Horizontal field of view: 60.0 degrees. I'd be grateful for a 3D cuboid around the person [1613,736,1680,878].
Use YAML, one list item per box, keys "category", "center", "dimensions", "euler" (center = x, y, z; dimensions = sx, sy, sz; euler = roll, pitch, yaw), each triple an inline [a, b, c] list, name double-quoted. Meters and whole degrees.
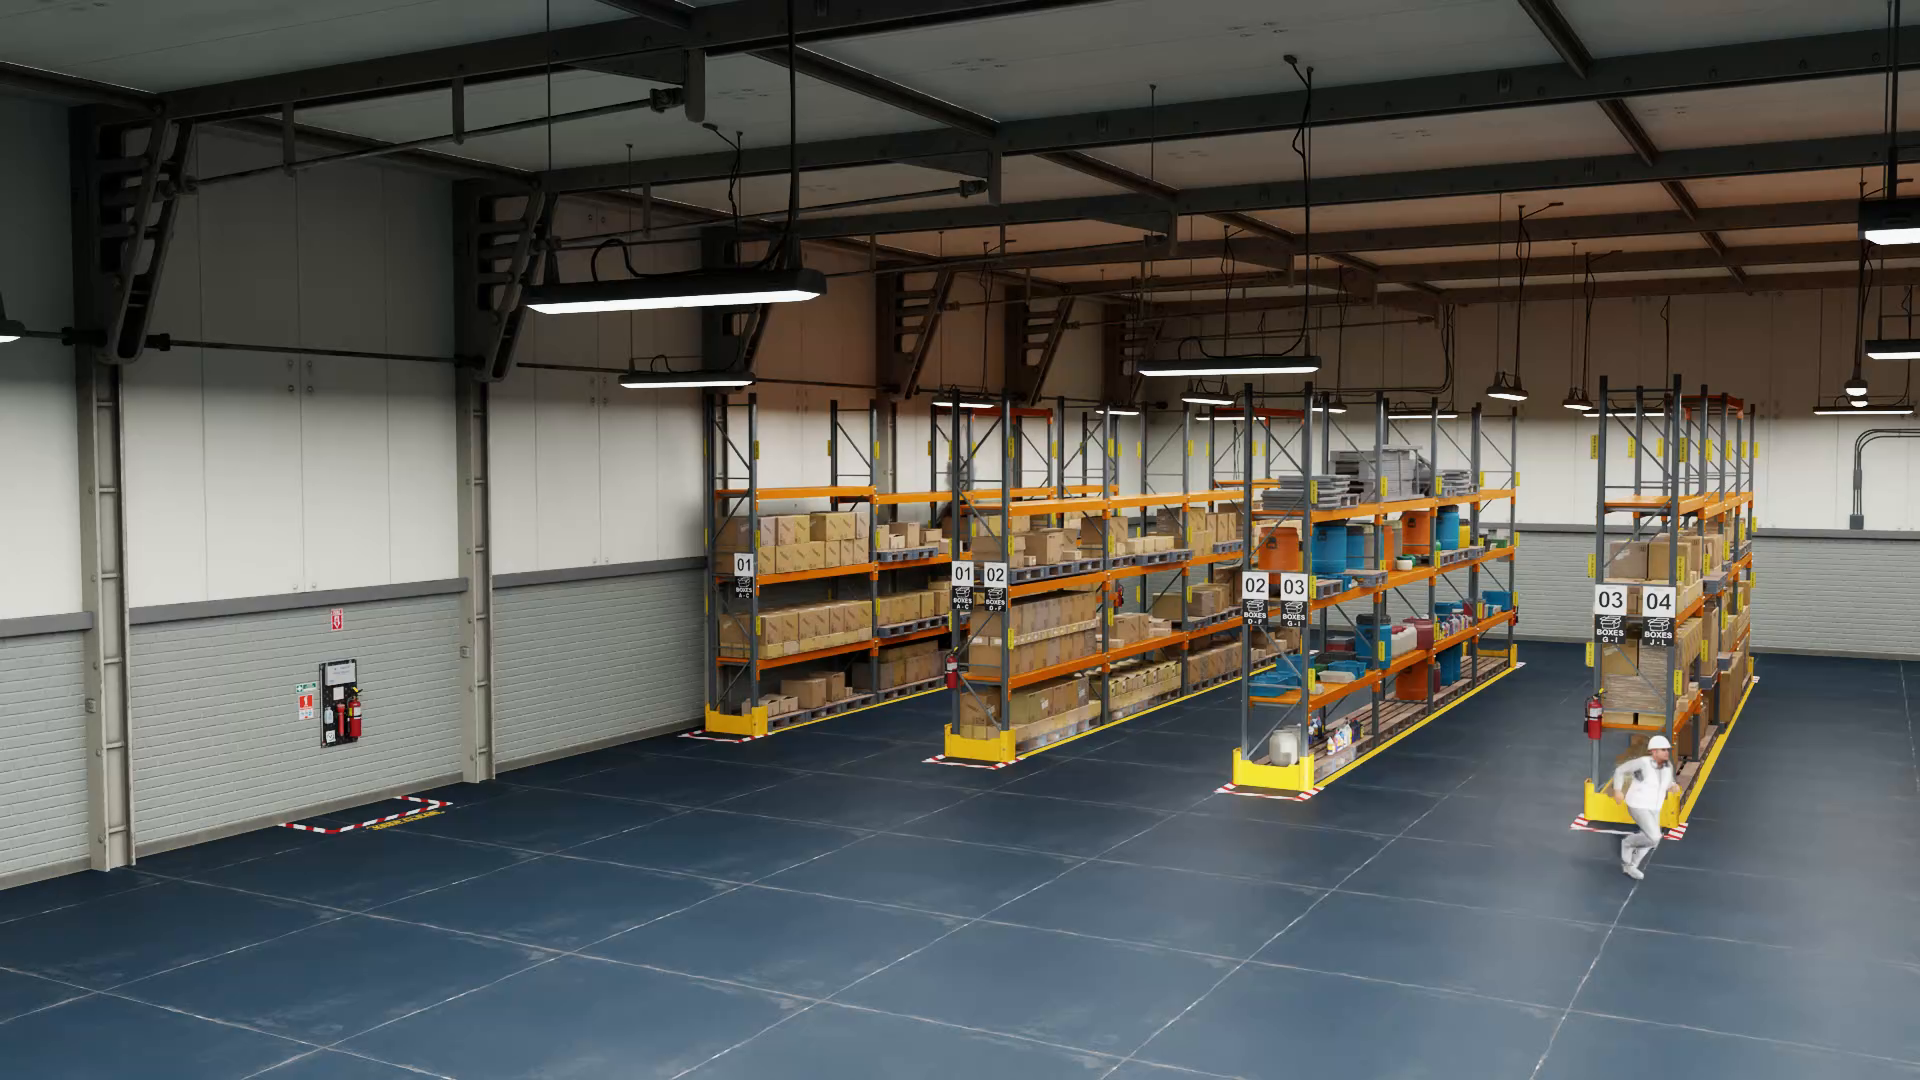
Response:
- category: "person"
  center: [8.022, 3.111, 19.345]
  dimensions: [0.645, 1.699, 0.728]
  euler: [-2, 3, -27]
